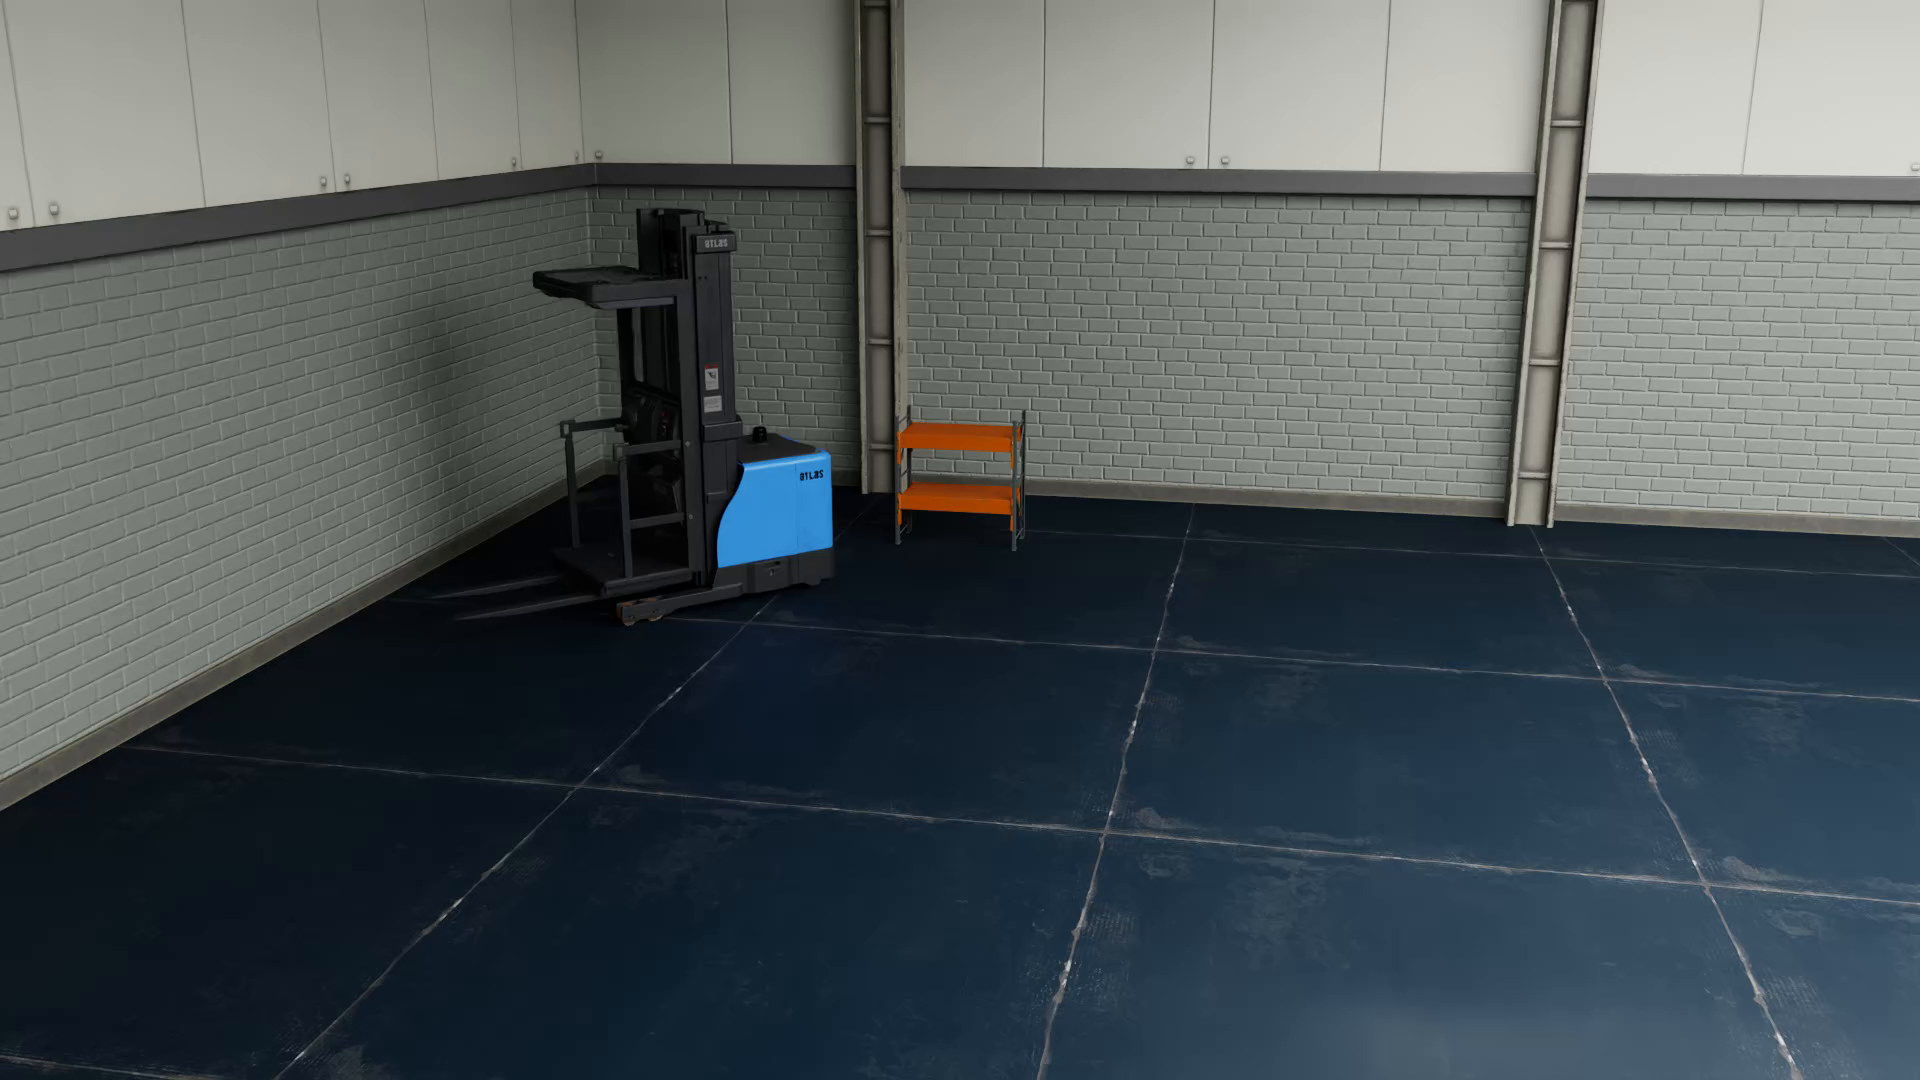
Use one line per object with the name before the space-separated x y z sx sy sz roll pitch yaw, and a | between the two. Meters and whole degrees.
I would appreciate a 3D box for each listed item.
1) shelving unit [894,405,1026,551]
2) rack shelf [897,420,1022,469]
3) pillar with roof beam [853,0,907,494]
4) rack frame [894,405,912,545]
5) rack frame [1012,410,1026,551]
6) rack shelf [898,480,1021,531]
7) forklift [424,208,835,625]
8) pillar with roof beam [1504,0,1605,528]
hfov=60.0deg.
shelving unit | 0.007 -0.542 14.341 1.048 1.125 0.538 3 16 11
rack shelf | 0.007 -0.824 14.262 1.000 0.278 0.538 3 16 11
pillar with roof beam | -1.591 -3.689 10.954 0.400 9.000 9.100 3 16 11
rack frame | -0.492 -0.569 14.438 0.032 1.125 0.500 3 16 11
rack frame | 0.505 -0.515 14.243 0.032 1.125 0.500 3 16 11
rack shelf | 0.007 -0.306 14.406 1.000 0.278 0.538 3 16 11
forklift | -2.493 -0.944 12.409 3.031 2.935 1.130 -11 19 -33
pillar with roof beam | 4.289 -3.370 9.802 0.400 9.000 9.100 3 16 11
